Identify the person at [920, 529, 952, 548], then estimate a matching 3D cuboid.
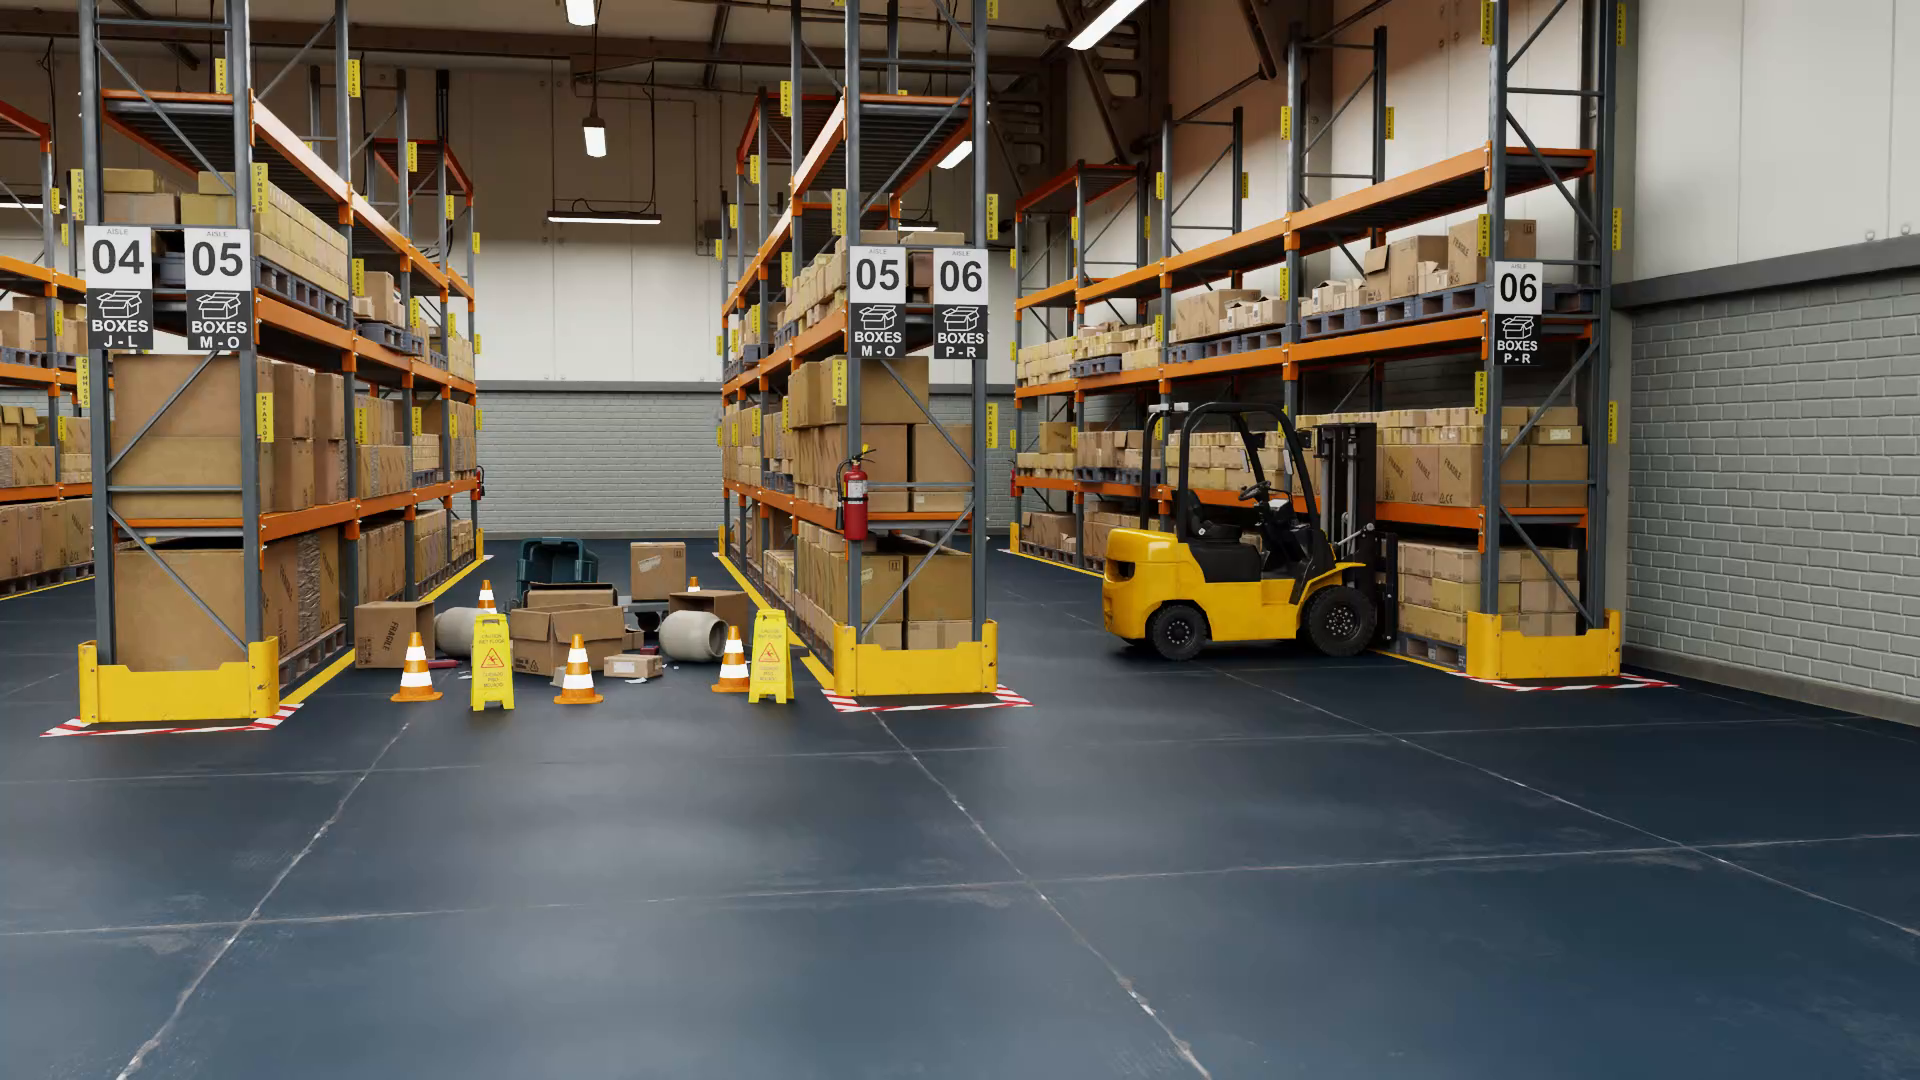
[{"bbox_3d":[-0.303,-0.151,19.640,0.454,1.690,0.530,-1,3,-12],"label":"person"}]
